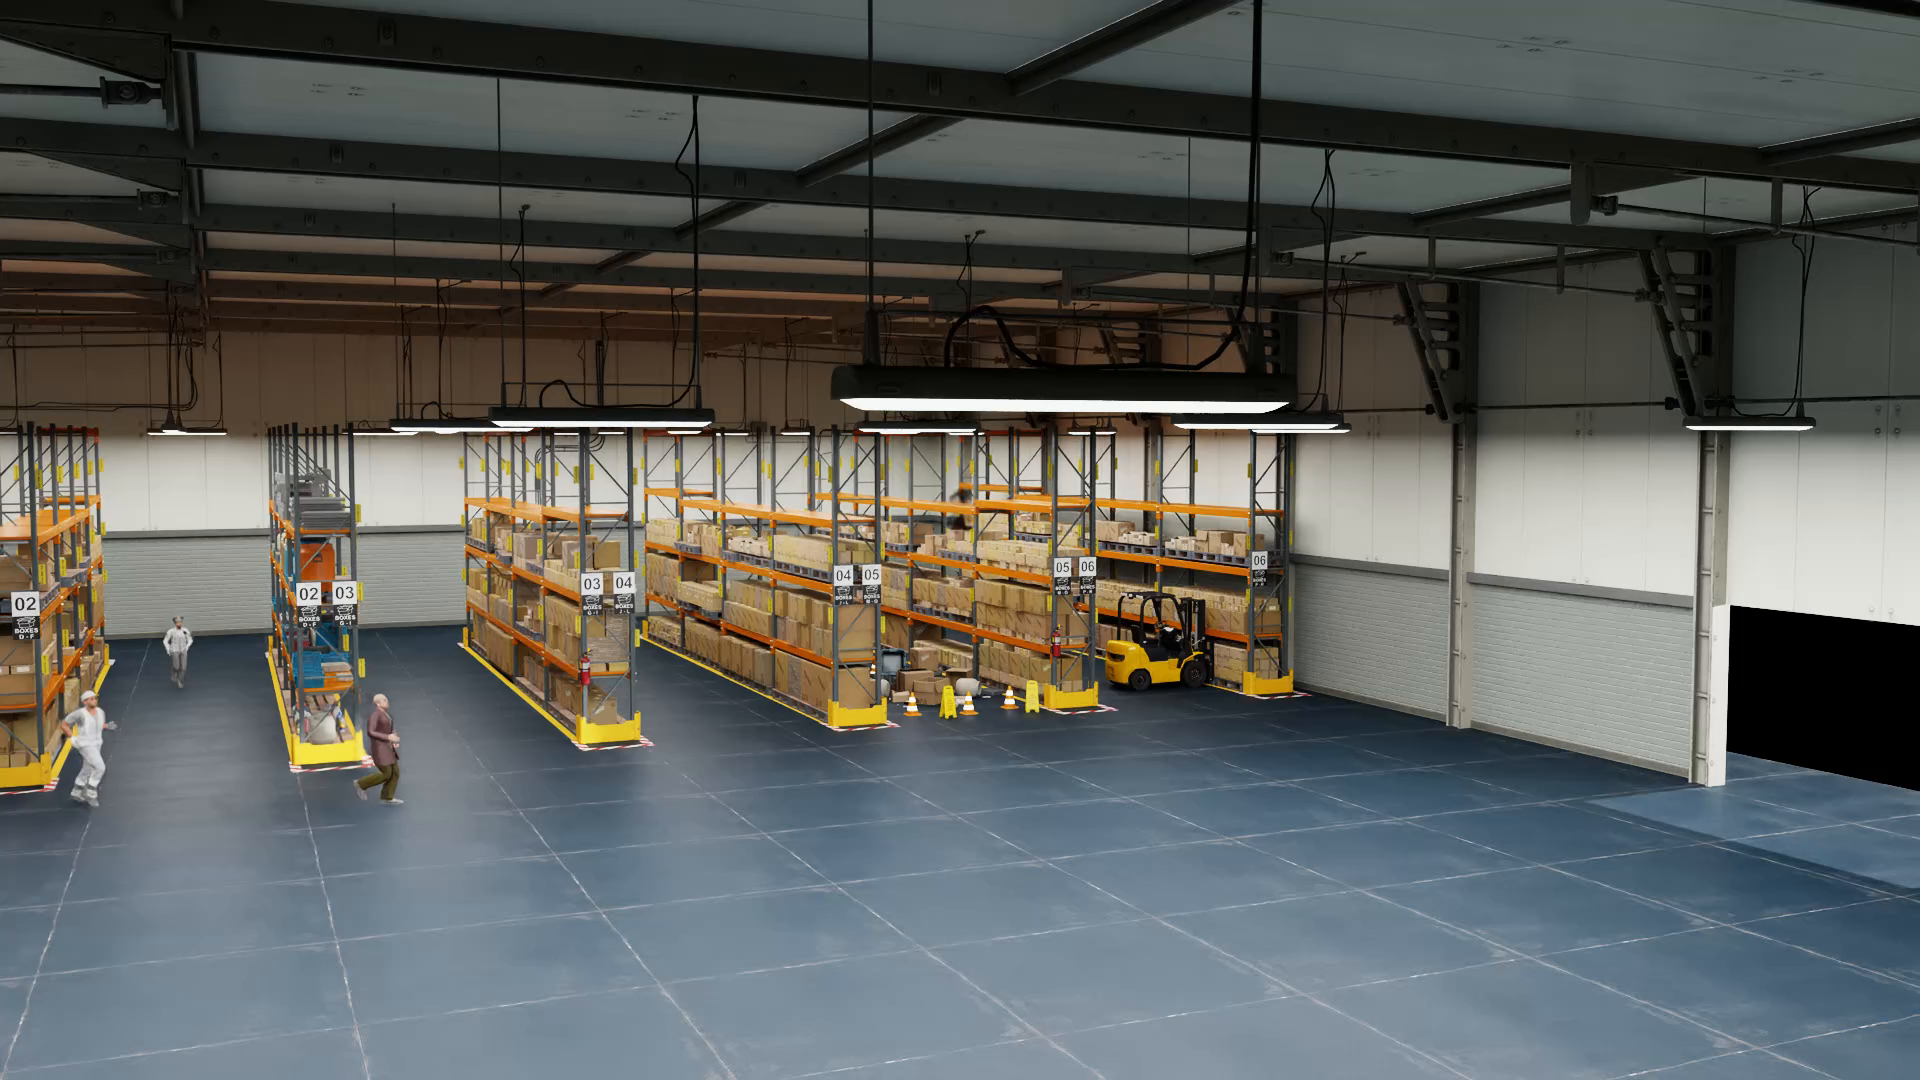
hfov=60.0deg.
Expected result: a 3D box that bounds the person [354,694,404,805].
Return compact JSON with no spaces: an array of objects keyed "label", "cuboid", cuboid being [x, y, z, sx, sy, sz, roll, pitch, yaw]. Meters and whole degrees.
[{"label":"person","cuboid":[-9.053,3.264,25.924,0.754,1.739,0.713,0,3,-1]}]

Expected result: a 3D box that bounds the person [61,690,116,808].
[{"label":"person","cuboid":[-13.559,3.259,25.962,0.754,1.838,0.616,1,4,11]}]

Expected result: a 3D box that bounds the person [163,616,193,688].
[{"label":"person","cuboid":[-17.976,2.571,38.277,0.616,1.655,0.554,-2,4,-35]}]

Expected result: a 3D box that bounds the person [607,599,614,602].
[{"label":"person","cuboid":[-9.835,2.072,46.541,0.612,1.644,0.618,-1,4,-20]}]
